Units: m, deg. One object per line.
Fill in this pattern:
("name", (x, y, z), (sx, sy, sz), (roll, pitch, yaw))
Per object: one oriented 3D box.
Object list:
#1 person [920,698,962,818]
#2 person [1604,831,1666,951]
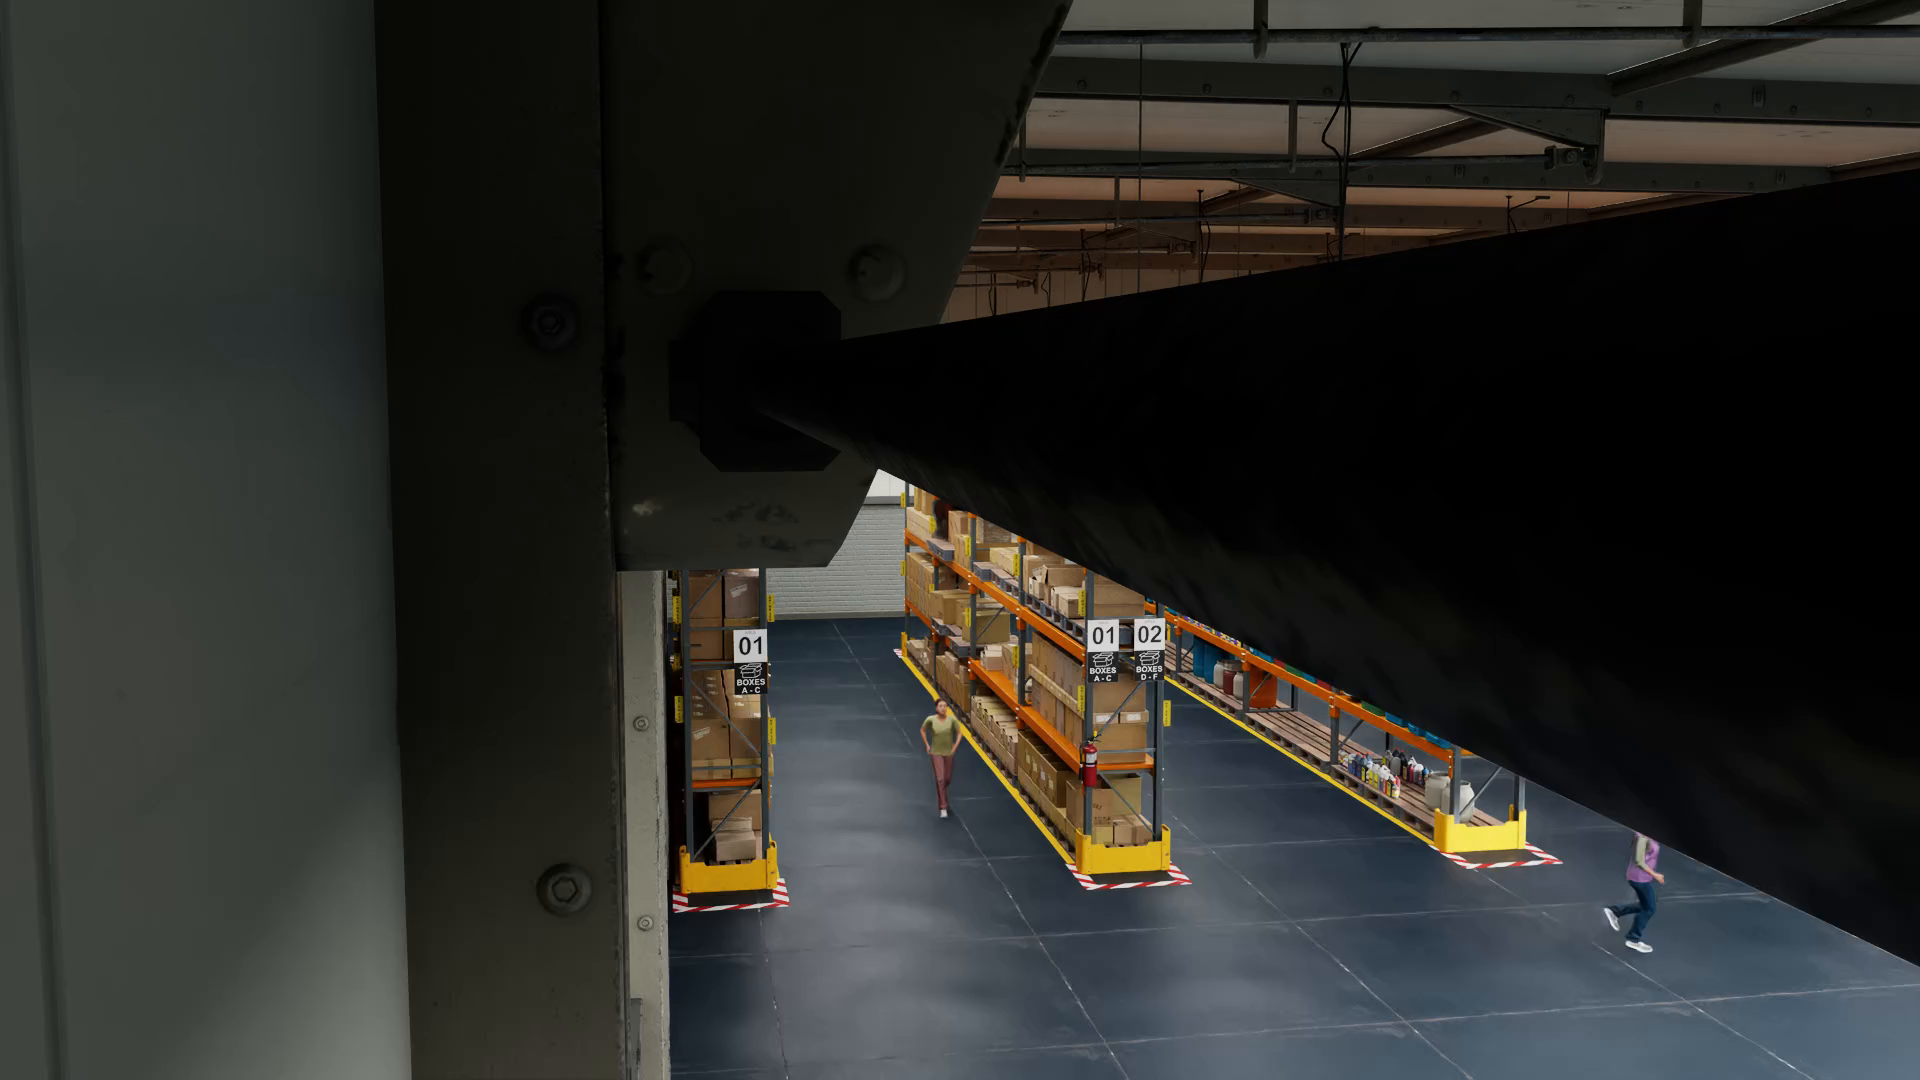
("person", (-0.263, 3.058, 23.743), (0.591, 1.667, 0.850), (-1, 6, -11))
("person", (7.365, 3.689, 18.127), (0.610, 1.573, 0.554), (2, 6, 22))
